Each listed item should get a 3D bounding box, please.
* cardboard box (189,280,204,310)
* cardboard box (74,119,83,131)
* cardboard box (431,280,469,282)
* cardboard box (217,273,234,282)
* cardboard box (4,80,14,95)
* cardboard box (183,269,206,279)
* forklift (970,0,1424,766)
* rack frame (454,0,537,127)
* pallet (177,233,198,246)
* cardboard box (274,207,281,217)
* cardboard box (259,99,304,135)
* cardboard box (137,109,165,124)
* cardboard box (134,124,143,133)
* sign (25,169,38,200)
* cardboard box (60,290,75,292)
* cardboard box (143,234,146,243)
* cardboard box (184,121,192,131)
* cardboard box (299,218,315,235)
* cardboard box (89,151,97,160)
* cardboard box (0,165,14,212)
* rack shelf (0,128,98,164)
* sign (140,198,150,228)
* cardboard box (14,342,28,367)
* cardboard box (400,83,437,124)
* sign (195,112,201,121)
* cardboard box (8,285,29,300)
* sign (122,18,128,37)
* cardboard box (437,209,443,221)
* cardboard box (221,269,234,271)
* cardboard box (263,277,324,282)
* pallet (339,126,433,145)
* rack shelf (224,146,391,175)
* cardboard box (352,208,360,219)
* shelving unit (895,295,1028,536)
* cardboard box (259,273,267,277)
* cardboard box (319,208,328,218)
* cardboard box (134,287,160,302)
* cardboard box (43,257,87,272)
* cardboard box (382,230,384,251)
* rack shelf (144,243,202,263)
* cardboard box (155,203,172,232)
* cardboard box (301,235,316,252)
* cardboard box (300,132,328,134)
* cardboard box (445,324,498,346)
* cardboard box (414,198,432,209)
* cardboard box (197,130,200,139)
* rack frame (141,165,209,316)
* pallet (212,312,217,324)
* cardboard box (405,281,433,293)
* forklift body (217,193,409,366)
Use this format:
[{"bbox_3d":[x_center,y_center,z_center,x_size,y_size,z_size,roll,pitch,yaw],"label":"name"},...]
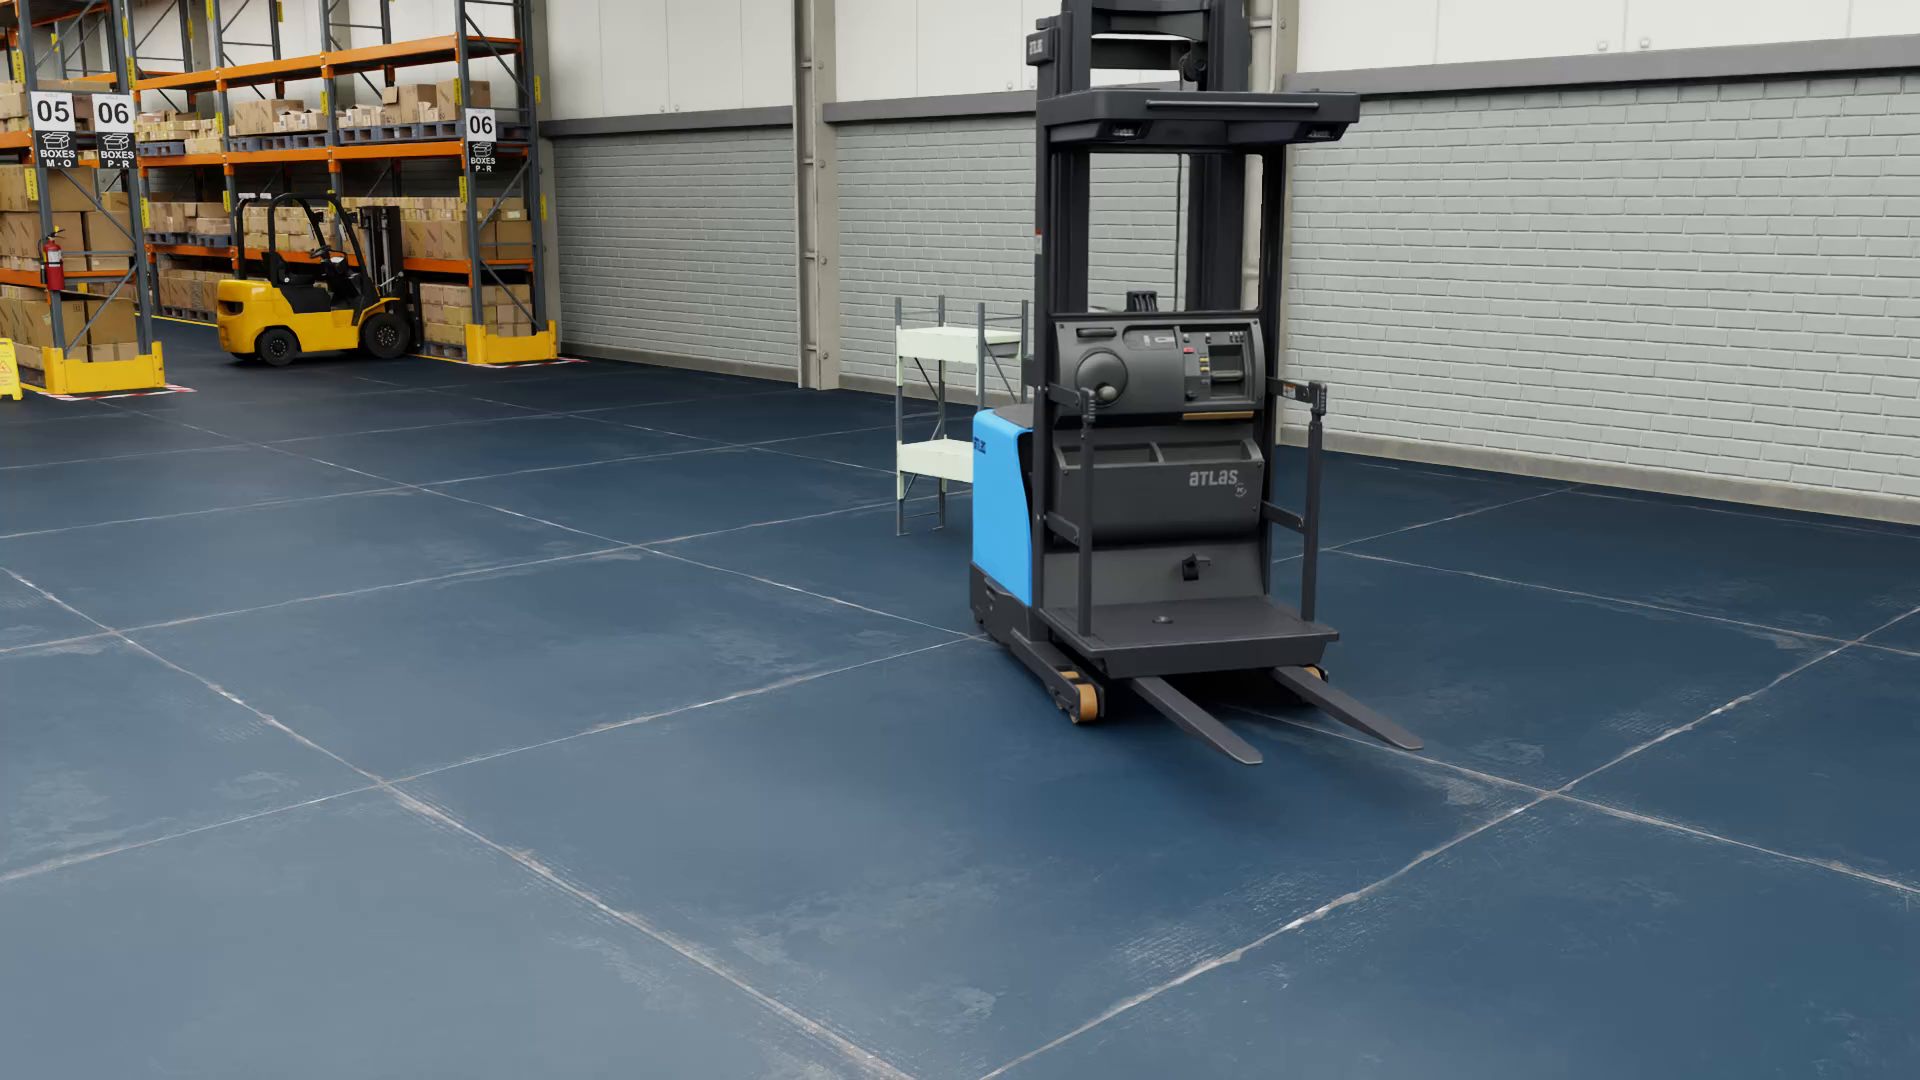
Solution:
[{"bbox_3d":[-12.945,-4.242,28.720,0.500,0.500,0.500,11,16,43],"label":"cardboard box"},{"bbox_3d":[-9.727,-4.611,18.546,0.250,0.149,0.380,11,16,43],"label":"cardboard box"},{"bbox_3d":[-7.128,-3.505,23.286,0.500,0.250,0.500,-11,16,-44],"label":"cardboard box"},{"bbox_3d":[-12.159,-4.376,27.765,0.250,0.149,0.380,11,16,42],"label":"cardboard box"},{"bbox_3d":[-10.274,-4.968,18.302,0.380,0.149,0.250,-11,16,-43],"label":"cardboard box"},{"bbox_3d":[-13.353,-4.653,29.109,0.380,0.149,0.250,-11,16,-43],"label":"cardboard box"},{"bbox_3d":[0.914,-0.772,6.894,1.130,2.935,3.031,-3,12,-14],"label":"forklift"},{"bbox_3d":[-5.899,-6.776,20.998,1.000,3.000,0.127,-11,16,-43],"label":"rack frame"},{"bbox_3d":[-12.770,-5.194,28.664,1.003,0.211,1.213,-11,16,-43],"label":"pallet"},{"bbox_3d":[-10.518,-5.097,25.862,0.380,0.149,0.250,-10,16,-41],"label":"cardboard box"},{"bbox_3d":[-10.397,-6.489,25.506,0.500,0.500,0.500,-10,16,-41],"label":"cardboard box"},{"bbox_3d":[-14.231,-7.445,29.252,0.396,0.266,0.258,-11,16,-43],"label":"cardboard box"},{"bbox_3d":[-14.297,-7.230,29.236,0.380,0.149,0.250,-10,15,-41],"label":"cardboard box"},{"bbox_3d":[-9.902,-3.792,17.733,0.100,0.325,0.005,-11,16,-43],"label":"sign"},{"bbox_3d":[-11.294,-2.832,20.639,0.500,0.500,0.500,-11,16,-42],"label":"cardboard box"},{"bbox_3d":[-14.589,-5.477,30.184,0.380,0.149,0.250,-11,16,-42],"label":"cardboard box"},{"bbox_3d":[-12.771,-6.940,27.875,0.380,0.149,0.250,-11,16,-42],"label":"cardboard box"},{"bbox_3d":[-9.546,-4.703,24.936,0.500,0.250,0.500,11,16,44],"label":"cardboard box"},{"bbox_3d":[-16.248,-7.277,31.489,0.380,0.149,0.250,-11,16,-43],"label":"cardboard box"},{"bbox_3d":[-10.341,-3.948,18.680,0.700,0.500,0.500,-11,16,-42],"label":"cardboard box"},{"bbox_3d":[-10.868,-4.554,19.430,1.077,0.370,4.000,-11,16,-43],"label":"rack shelf"},{"bbox_3d":[-9.094,-3.645,18.523,0.100,0.325,0.005,-11,16,-43],"label":"sign"},{"bbox_3d":[-10.591,-2.161,19.241,0.500,0.250,0.500,-11,16,-42],"label":"cardboard box"},{"bbox_3d":[-7.016,-5.804,22.180,0.700,0.500,0.500,-11,16,-42],"label":"cardboard box"},{"bbox_3d":[-13.787,-7.582,30.087,0.100,0.325,0.005,-11,16,-43],"label":"sign"},{"bbox_3d":[-10.702,-2.851,19.123,0.380,0.149,0.250,-11,16,-42],"label":"cardboard box"},{"bbox_3d":[-14.591,-8.950,29.042,0.100,0.325,0.005,-11,16,-43],"label":"sign"},{"bbox_3d":[-6.674,-4.295,21.970,0.380,0.149,0.250,-11,16,-42],"label":"cardboard box"},{"bbox_3d":[-12.799,-4.691,29.294,0.380,0.149,0.250,-11,16,-42],"label":"cardboard box"},{"bbox_3d":[-10.546,-3.860,26.559,0.875,0.625,0.625,-10,15,-41],"label":"cardboard box"},{"bbox_3d":[-8.054,-5.726,23.556,1.003,0.211,1.213,-11,16,-43],"label":"pallet"},{"bbox_3d":[-10.043,-5.830,25.623,1.077,0.370,4.000,-11,16,-43],"label":"rack shelf"},{"bbox_3d":[-8.452,-4.667,23.775,0.380,0.149,0.250,-10,16,-41],"label":"cardboard box"},{"bbox_3d":[0.005,-0.734,10.255,0.431,1.500,0.755,-11,16,-43],"label":"shelving unit"},{"bbox_3d":[-11.559,-4.423,27.995,0.380,0.149,0.250,-10,15,-40],"label":"cardboard box"},{"bbox_3d":[-9.249,-4.842,24.623,0.380,0.149,0.250,-11,16,-43],"label":"cardboard box"},{"bbox_3d":[-15.030,-4.548,30.786,0.396,0.266,0.258,-10,15,-41],"label":"cardboard box"},{"bbox_3d":[-9.900,-3.047,18.389,0.380,0.149,0.250,-10,15,-41],"label":"cardboard box"},{"bbox_3d":[-7.822,-4.221,23.220,0.500,0.500,0.500,-11,16,-43],"label":"cardboard box"},{"bbox_3d":[-15.567,-5.528,31.593,1.077,0.370,4.000,-11,16,-43],"label":"rack shelf"},{"bbox_3d":[-13.656,-5.666,29.190,0.700,0.500,0.500,-11,16,-42],"label":"cardboard box"},{"bbox_3d":[-9.550,-4.457,24.984,0.500,0.250,0.500,-11,16,-43],"label":"cardboard box"},{"bbox_3d":[-9.898,-6.314,25.482,0.380,0.166,0.250,-11,16,-43],"label":"cardboard box"},{"bbox_3d":[-6.452,-2.721,21.957,0.500,0.250,0.500,-11,16,-42],"label":"cardboard box"},{"bbox_3d":[-7.070,-4.508,22.266,0.380,0.149,0.250,-10,16,-41],"label":"cardboard box"},{"bbox_3d":[-12.510,-6.770,27.788,0.380,0.149,0.250,-11,16,-42],"label":"cardboard box"},{"bbox_3d":[-14.186,-5.589,30.104,1.000,3.000,0.127,-11,16,-43],"label":"rack frame"},{"bbox_3d":[-11.912,-3.753,28.106,1.003,0.211,1.213,-11,16,-43],"label":"pallet"},{"bbox_3d":[-7.500,-3.431,22.925,0.500,0.250,0.500,-11,16,-44],"label":"cardboard box"},{"bbox_3d":[-8.528,-3.444,21.798,2.313,2.155,1.214,-11,16,-43],"label":"forklift body"}]
